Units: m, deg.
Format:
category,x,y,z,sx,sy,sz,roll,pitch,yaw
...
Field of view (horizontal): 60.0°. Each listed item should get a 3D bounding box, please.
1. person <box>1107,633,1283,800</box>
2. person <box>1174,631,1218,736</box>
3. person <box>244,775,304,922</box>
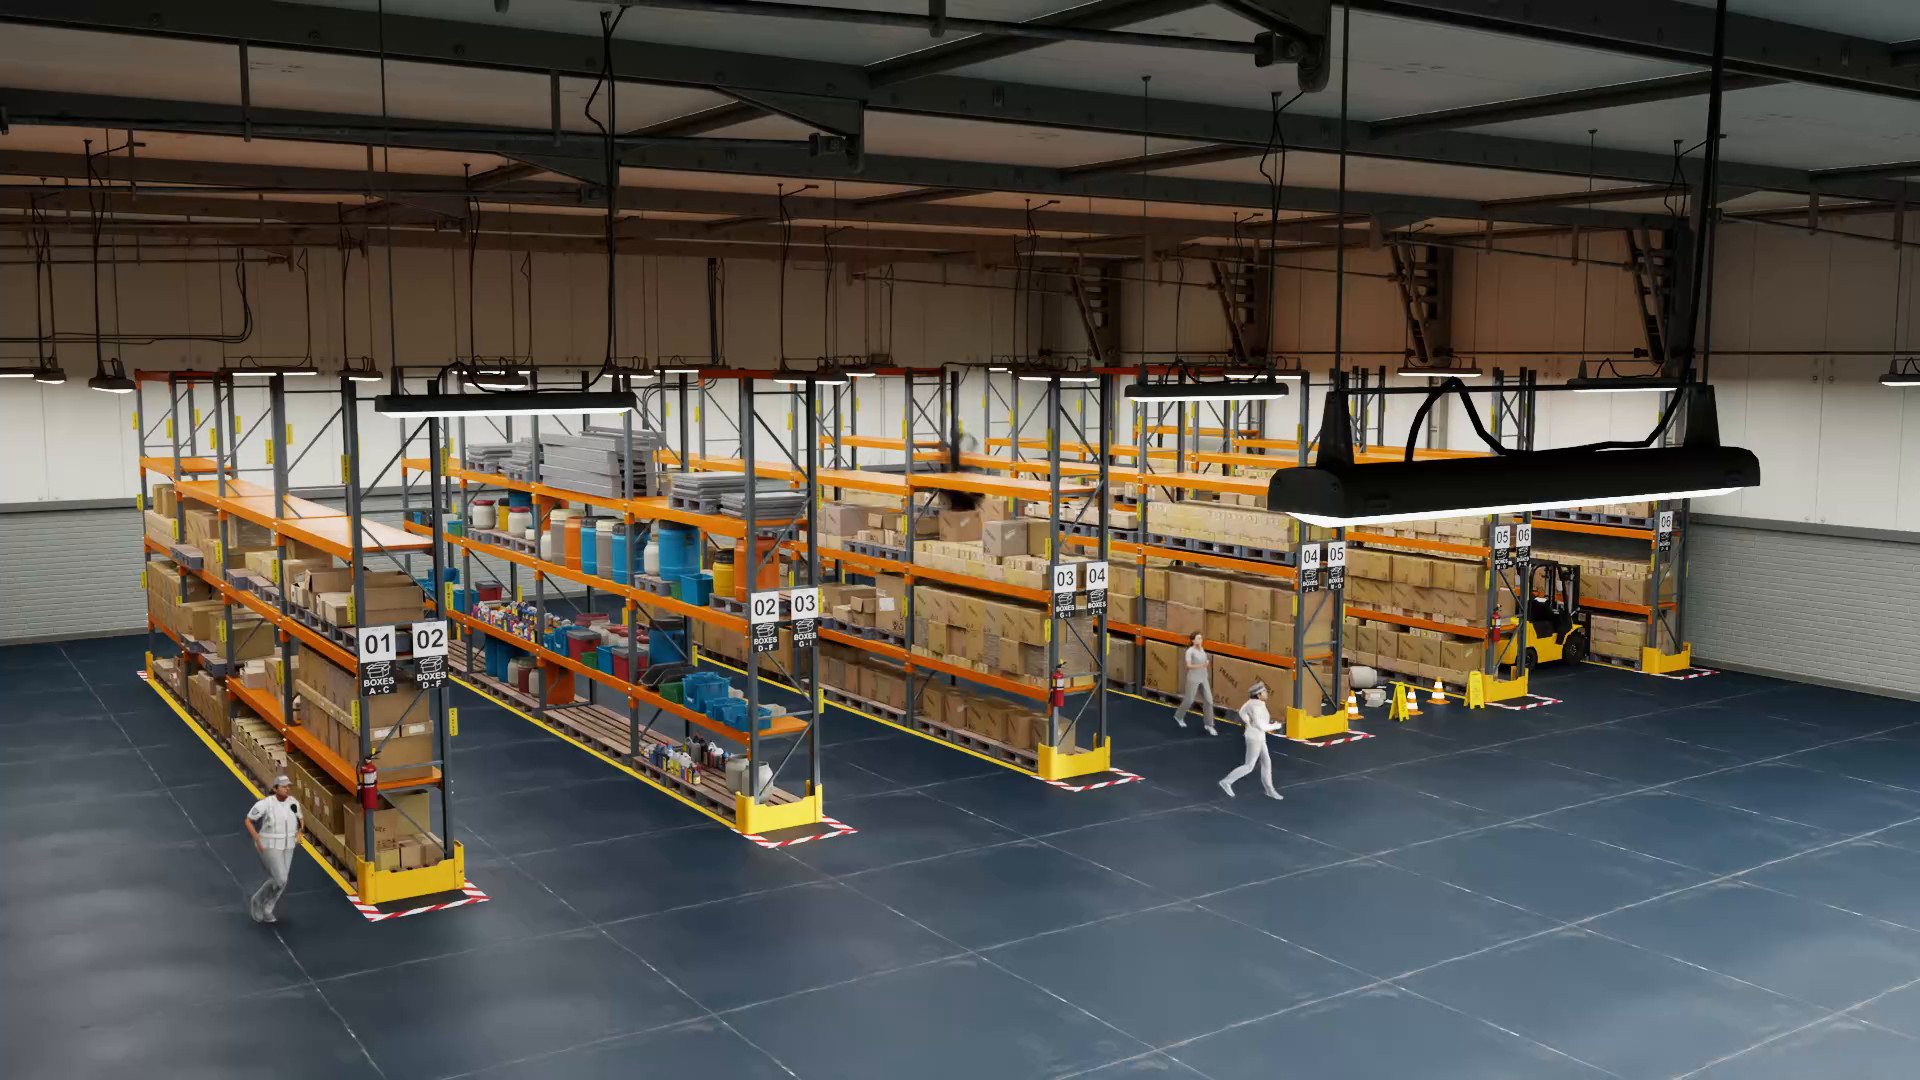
category,x,y,z,sx,sy,sz,roll,pitch,yaw
person,3.378,2.569,24.219,2.480,2.100,2.048,0,6,2
person,3.941,2.357,27.711,0.551,1.691,0.908,-5,8,-35
person,-7.597,3.444,18.577,0.529,1.619,0.643,4,8,32
